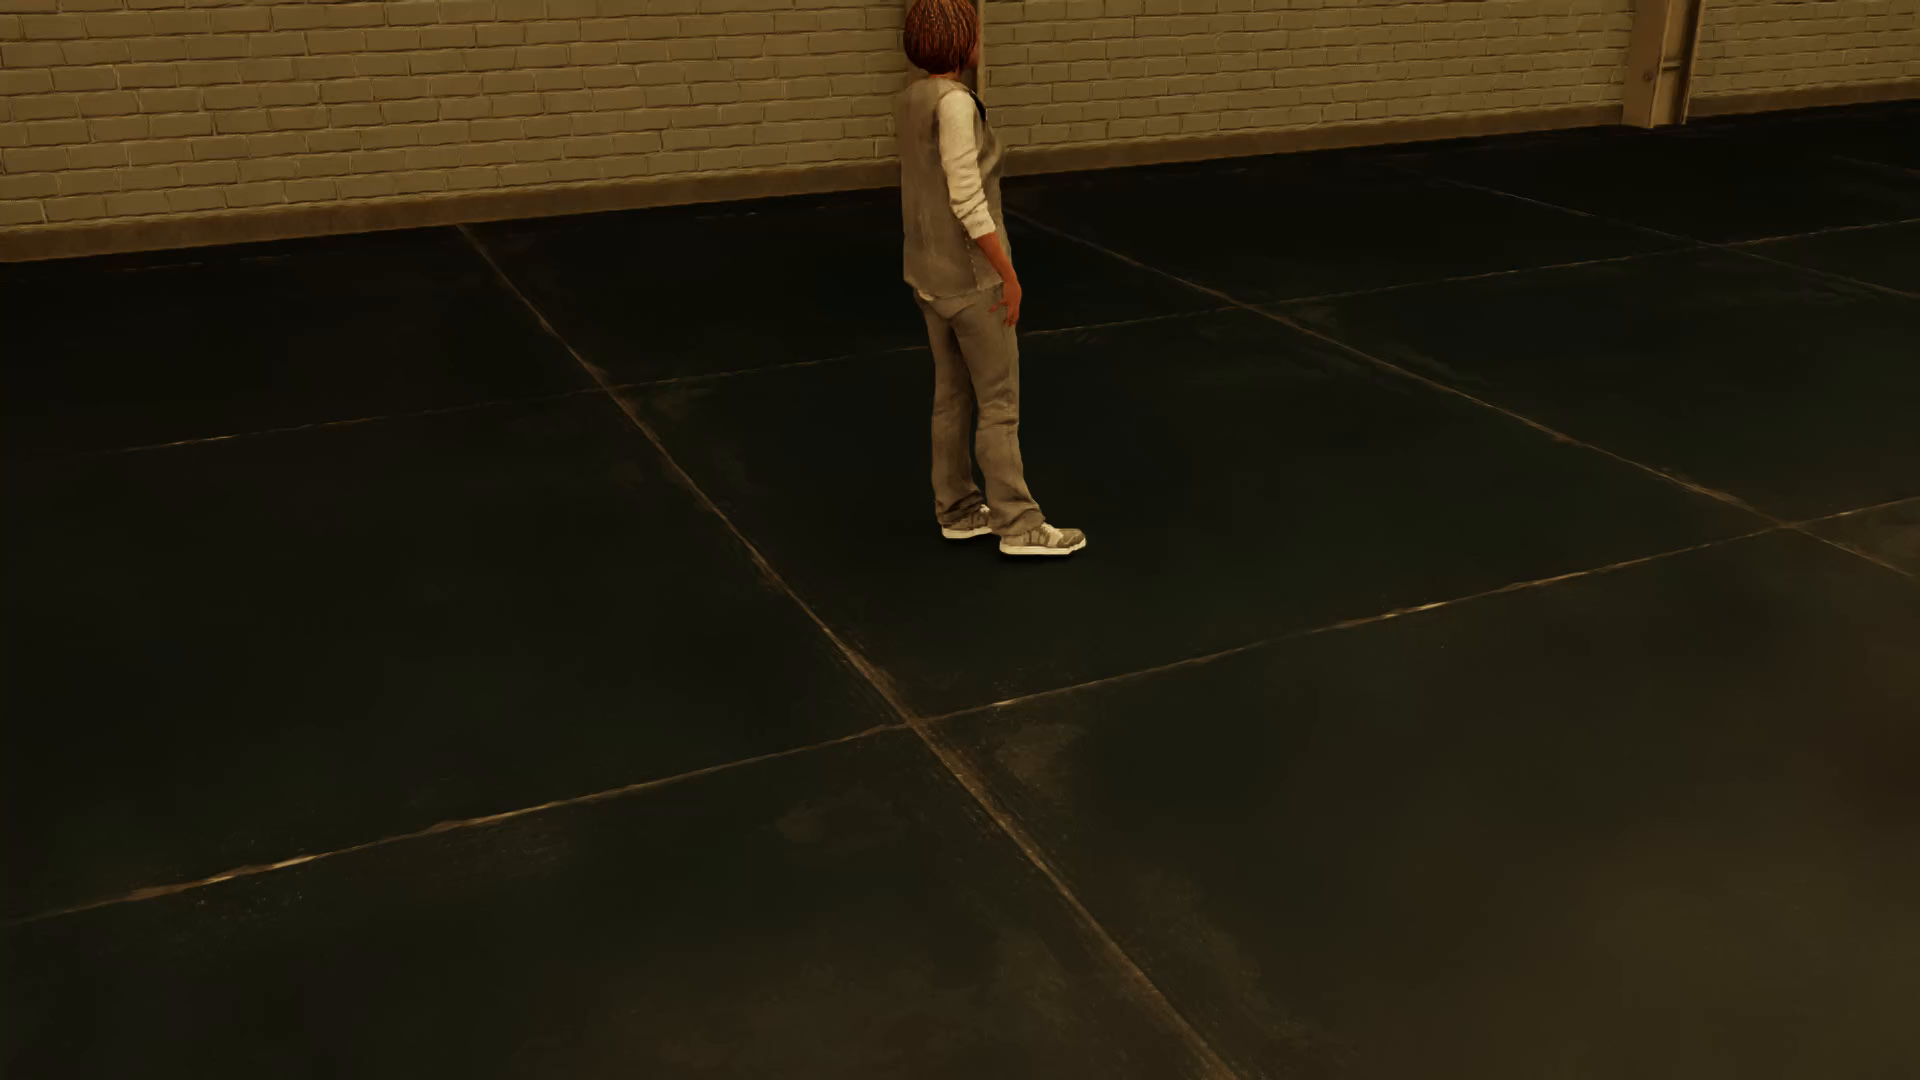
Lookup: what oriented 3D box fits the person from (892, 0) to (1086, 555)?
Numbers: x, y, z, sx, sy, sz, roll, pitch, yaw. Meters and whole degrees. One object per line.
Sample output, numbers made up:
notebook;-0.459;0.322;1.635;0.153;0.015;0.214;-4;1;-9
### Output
person;0.073;-0.751;4.815;0.474;1.597;0.521;-10;25;-23
